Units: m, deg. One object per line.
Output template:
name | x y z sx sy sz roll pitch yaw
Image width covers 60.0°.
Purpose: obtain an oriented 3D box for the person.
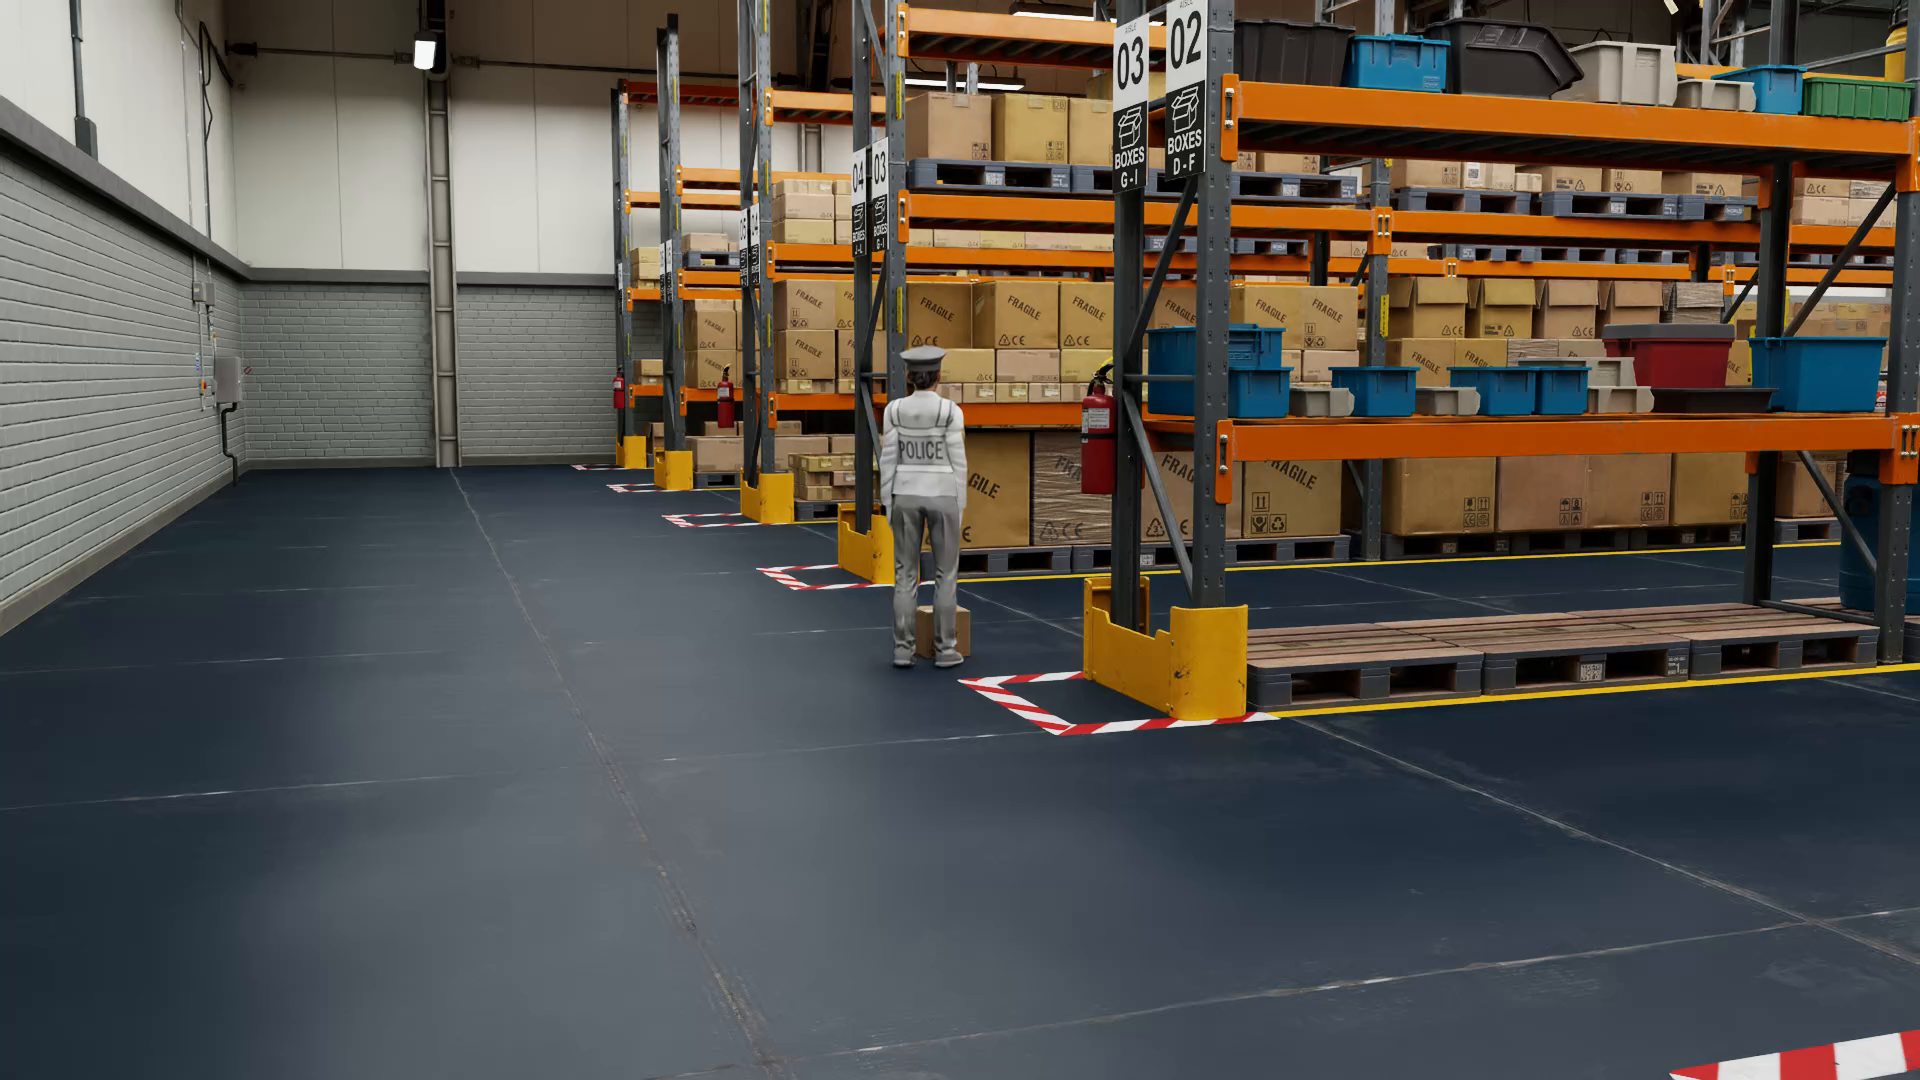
person | -0.183 -0.167 8.693 0.471 1.698 0.335 1 6 13
